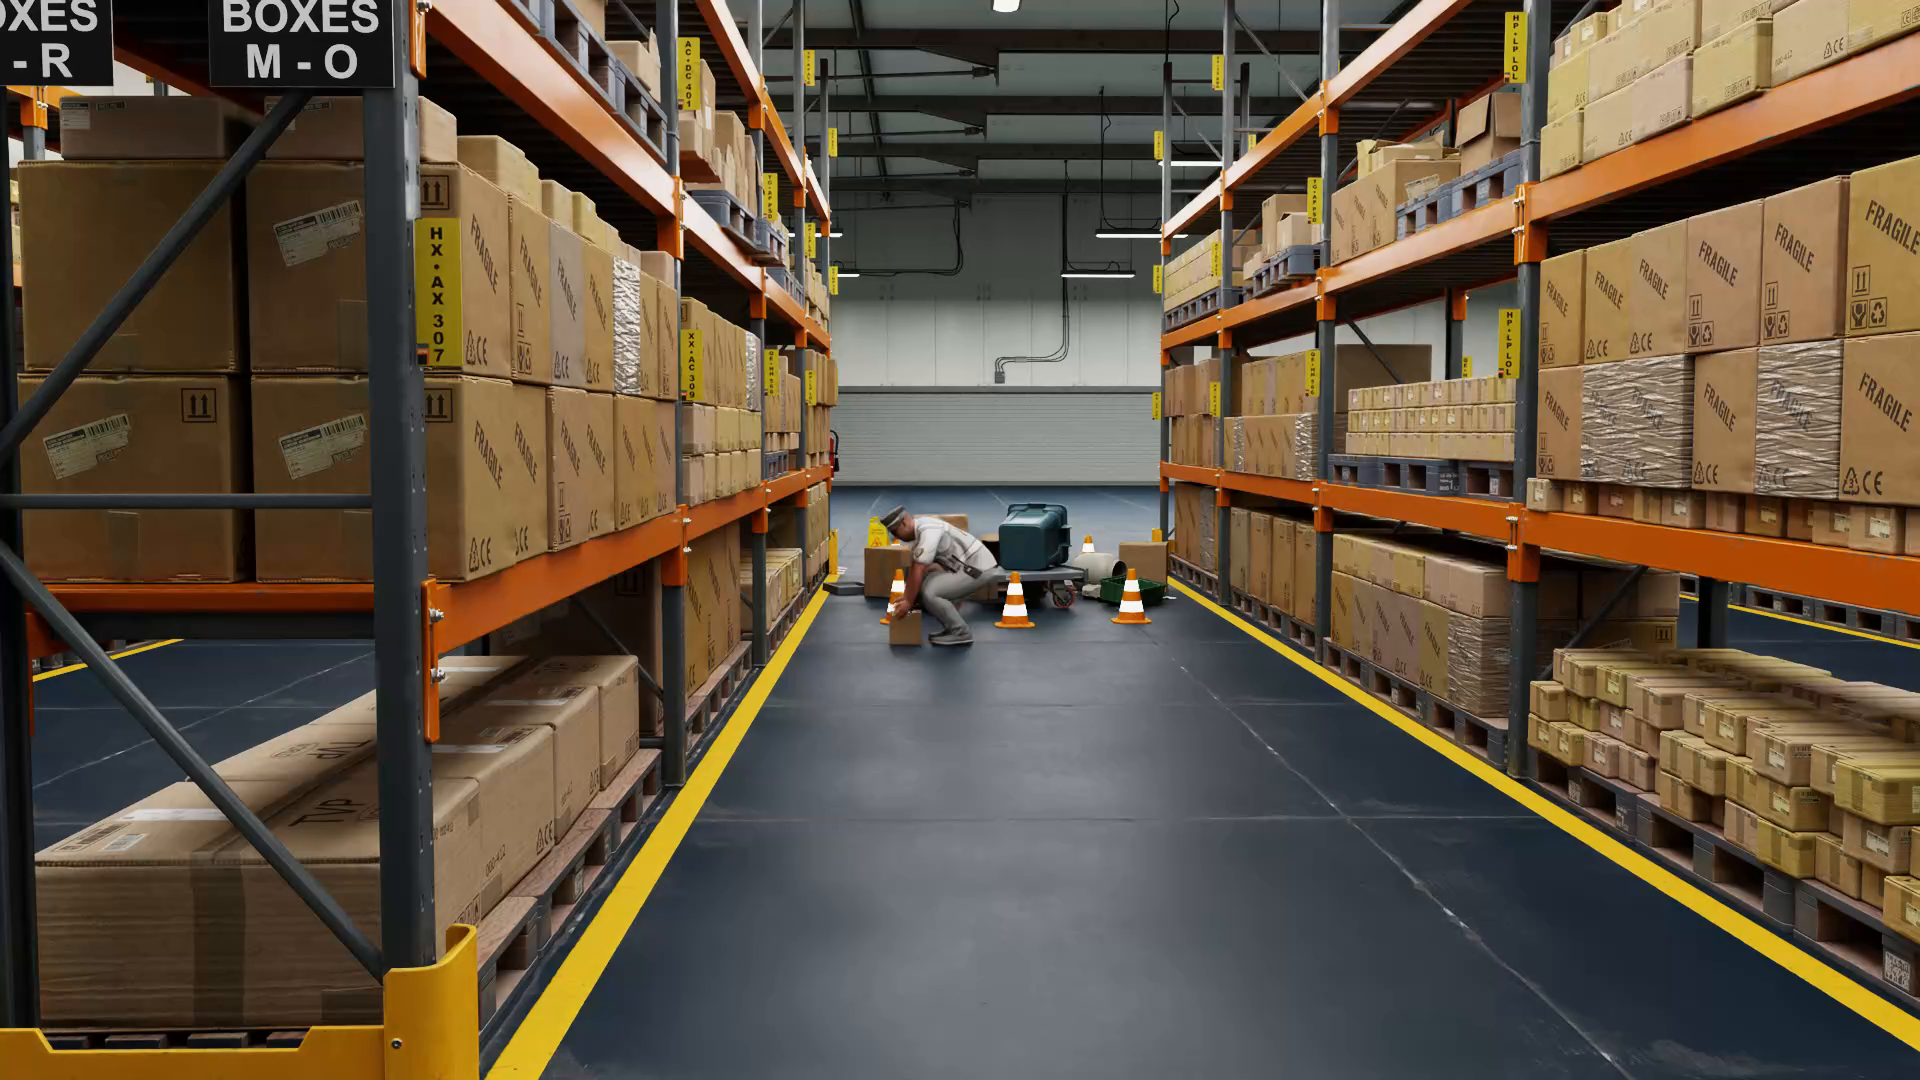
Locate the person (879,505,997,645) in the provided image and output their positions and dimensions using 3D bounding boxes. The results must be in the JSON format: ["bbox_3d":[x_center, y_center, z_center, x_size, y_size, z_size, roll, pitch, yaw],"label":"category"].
[{"bbox_3d":[-0.172,0.270,13.094,0.928,1.100,0.568,0,4,-1],"label":"person"}]
